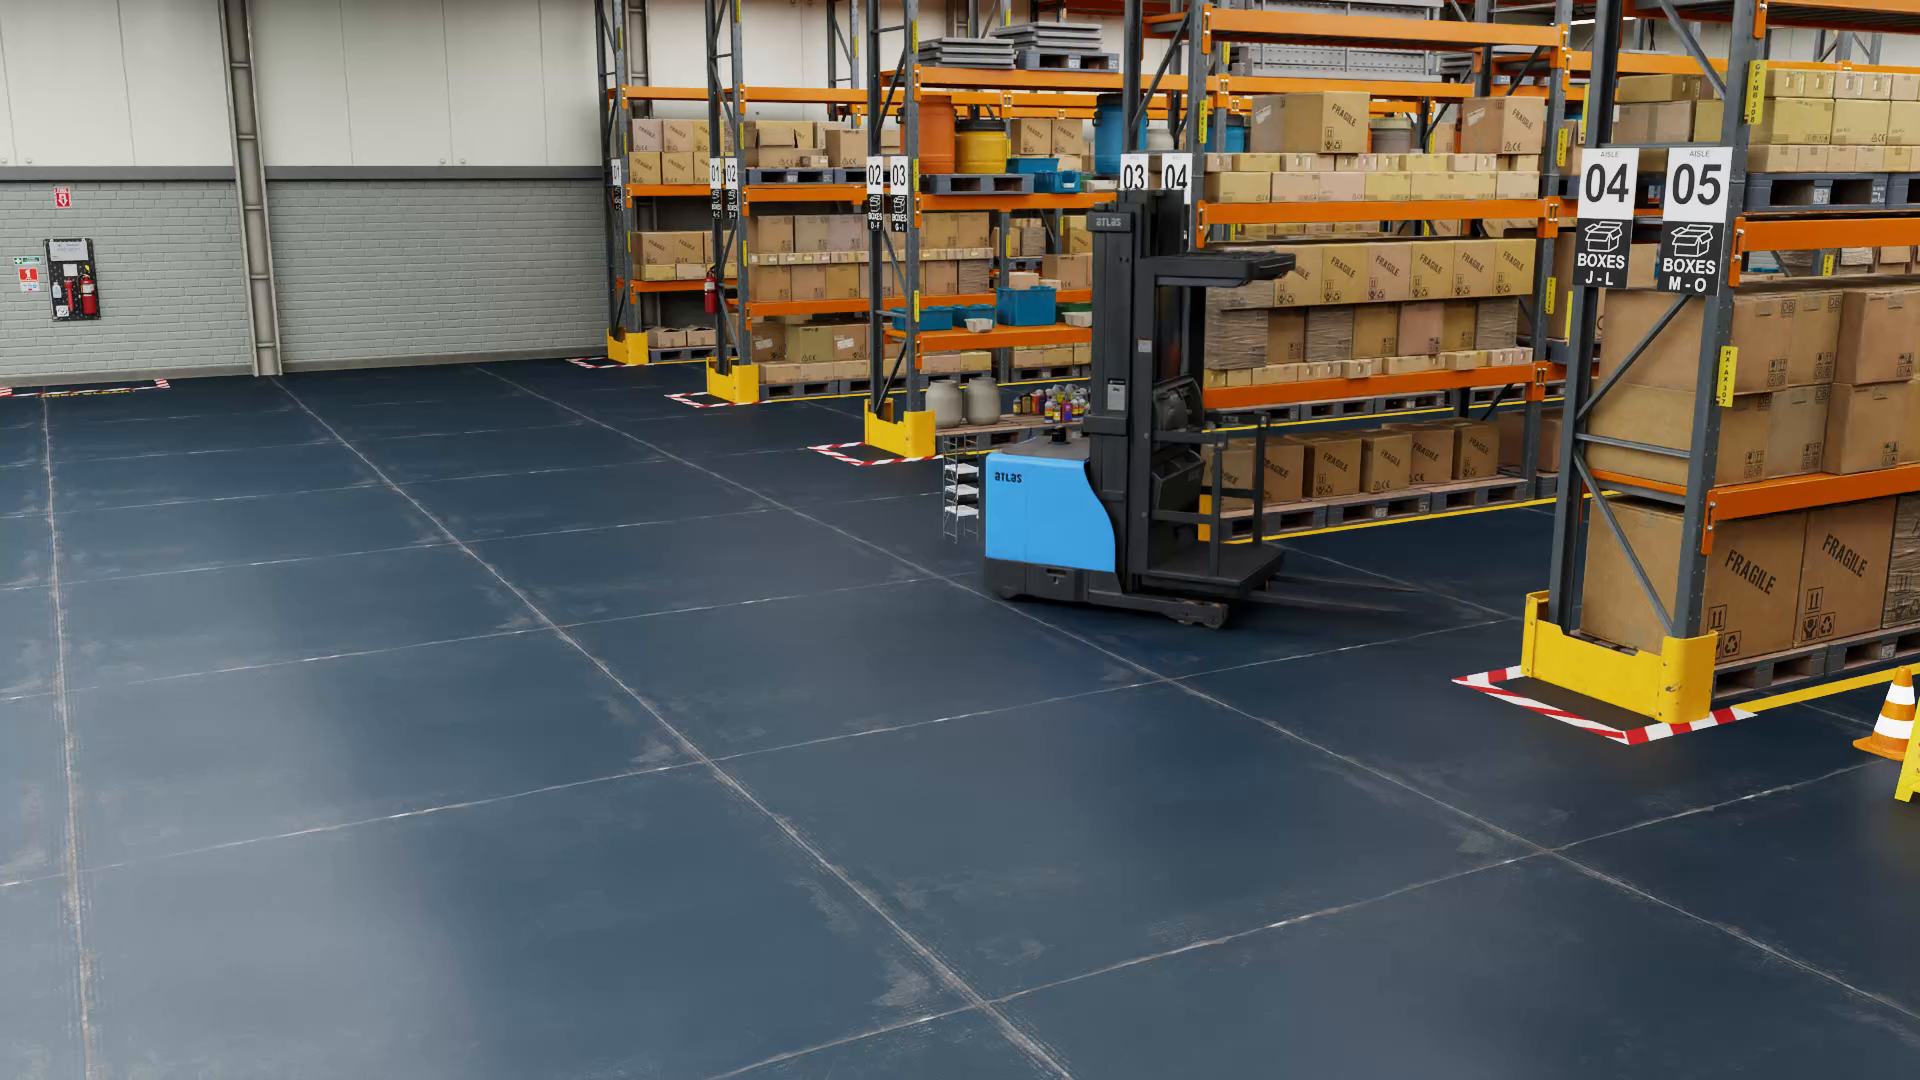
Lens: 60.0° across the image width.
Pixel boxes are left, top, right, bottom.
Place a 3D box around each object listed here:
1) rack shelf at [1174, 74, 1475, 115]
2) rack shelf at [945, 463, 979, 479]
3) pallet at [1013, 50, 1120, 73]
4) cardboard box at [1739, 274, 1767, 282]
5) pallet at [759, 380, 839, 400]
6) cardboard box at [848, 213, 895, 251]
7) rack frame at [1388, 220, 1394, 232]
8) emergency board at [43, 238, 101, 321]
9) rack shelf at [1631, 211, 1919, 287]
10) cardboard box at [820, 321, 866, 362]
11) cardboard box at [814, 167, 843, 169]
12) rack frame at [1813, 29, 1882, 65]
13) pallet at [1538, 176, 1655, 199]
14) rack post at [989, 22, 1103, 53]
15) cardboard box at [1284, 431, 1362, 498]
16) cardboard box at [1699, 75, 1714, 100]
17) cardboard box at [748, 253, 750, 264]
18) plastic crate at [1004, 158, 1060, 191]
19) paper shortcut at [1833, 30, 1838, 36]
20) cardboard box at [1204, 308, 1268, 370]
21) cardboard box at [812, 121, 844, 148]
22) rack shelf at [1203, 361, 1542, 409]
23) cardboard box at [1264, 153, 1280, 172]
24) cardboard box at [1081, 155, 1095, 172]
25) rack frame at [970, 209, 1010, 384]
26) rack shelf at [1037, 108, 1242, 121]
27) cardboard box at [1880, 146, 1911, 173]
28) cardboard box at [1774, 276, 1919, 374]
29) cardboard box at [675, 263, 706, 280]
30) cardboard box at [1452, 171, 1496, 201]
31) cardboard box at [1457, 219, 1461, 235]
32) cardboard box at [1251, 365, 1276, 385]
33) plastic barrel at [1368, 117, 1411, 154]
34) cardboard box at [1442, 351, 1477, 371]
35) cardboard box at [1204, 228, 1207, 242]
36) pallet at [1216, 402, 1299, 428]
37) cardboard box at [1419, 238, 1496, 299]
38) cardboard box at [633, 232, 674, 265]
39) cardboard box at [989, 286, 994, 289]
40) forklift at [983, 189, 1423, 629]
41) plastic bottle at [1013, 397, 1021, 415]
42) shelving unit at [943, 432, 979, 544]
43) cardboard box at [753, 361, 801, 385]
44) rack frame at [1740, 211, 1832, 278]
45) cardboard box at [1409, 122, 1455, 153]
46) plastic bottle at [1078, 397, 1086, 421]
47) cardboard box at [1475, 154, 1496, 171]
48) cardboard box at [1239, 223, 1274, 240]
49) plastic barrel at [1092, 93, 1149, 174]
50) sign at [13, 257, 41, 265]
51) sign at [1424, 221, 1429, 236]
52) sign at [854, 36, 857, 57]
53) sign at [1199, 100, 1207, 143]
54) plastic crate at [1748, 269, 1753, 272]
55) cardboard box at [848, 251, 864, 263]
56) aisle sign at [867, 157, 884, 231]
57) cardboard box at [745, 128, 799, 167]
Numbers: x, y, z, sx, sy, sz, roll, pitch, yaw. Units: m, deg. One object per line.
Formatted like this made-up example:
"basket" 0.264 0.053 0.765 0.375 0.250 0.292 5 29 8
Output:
"rack shelf" 4.544 -5.476 20.495 4.000 0.370 1.077 -7 14 -28
"rack shelf" 0.007 -0.583 13.982 0.200 0.077 0.258 -7 14 -28
"pallet" 1.006 -5.303 18.519 1.213 0.211 1.003 -7 14 -28
"cardboard box" 7.776 -2.462 17.034 0.500 0.500 0.700 -5 13 -20
"pallet" -2.441 -2.147 23.169 1.213 0.211 1.003 -7 14 -28
"cardboard box" -1.289 -4.315 23.270 0.500 0.500 0.700 -7 14 -28
"rack frame" 8.575 -6.057 34.189 0.127 3.000 1.000 -7 14 -28
"emergency board" -12.723 -3.730 23.851 0.643 1.169 0.194 -7 14 -28
"rack shelf" 5.694 -1.866 10.375 4.000 0.370 1.077 -7 14 -28
"cardboard box" -1.644 -2.770 23.184 0.500 0.500 0.500 -7 14 -28
"cardboard box" -2.285 -6.215 27.788 0.500 0.500 0.500 -6 14 -26
"rack frame" 13.322 -7.074 25.047 0.127 3.000 1.000 -7 14 -28
"pallet" 5.755 -3.347 15.744 1.003 0.211 1.213 -7 14 -28
"rack post" 0.964 -5.564 18.509 0.954 0.300 0.937 -7 15 -29
"cardboard box" 3.274 -0.689 15.076 0.500 0.500 0.500 -5 14 -23
"cardboard box" 4.292 -2.653 9.808 0.250 0.149 0.380 -7 14 -28
"cardboard box" -2.848 -3.861 22.729 0.250 0.149 0.380 -7 15 -29
"plastic crate" 0.807 -4.178 19.048 0.575 0.384 0.392 -7 14 -28
"paper shortcut" 9.580 -5.586 18.118 0.078 0.170 0.009 29 6 -36
"cardboard box" 2.147 -1.756 14.175 0.500 0.500 0.875 -7 14 -28
"cardboard box" -2.268 -6.699 27.661 0.500 0.500 0.500 -8 15 -33
"rack shelf" 3.407 -1.369 14.999 4.000 0.370 1.077 -7 14 -28
"cardboard box" 2.440 -3.138 13.821 0.250 0.149 0.380 -7 15 -29
"cardboard box" 2.126 -5.624 24.822 0.500 0.250 0.500 -8 15 -33
"rack frame" 0.419 -3.840 24.340 0.127 3.000 1.000 -7 14 -28
"rack shelf" 3.308 -7.806 30.849 4.000 0.370 1.077 -7 14 -28
"cardboard box" 5.280 -2.218 9.690 0.250 0.149 0.380 -7 14 -28
"cardboard box" 5.681 -1.364 10.536 0.500 0.550 0.875 -7 14 -28
"cardboard box" -4.440 -4.357 26.935 0.500 0.250 0.500 -7 15 -30
"cardboard box" 4.424 -3.169 14.870 0.500 0.250 0.500 -6 14 -26
"cardboard box" 8.442 -5.268 28.179 0.500 0.500 0.500 -7 15 -30
"cardboard box" 2.471 -1.417 14.146 0.250 0.149 0.380 -7 14 -28
"plastic barrel" 5.475 -4.969 21.384 0.600 0.901 0.600 0 13 0
"cardboard box" 4.476 -1.642 15.144 0.250 0.149 0.380 -7 14 -28
"cardboard box" 4.336 -5.687 31.595 0.500 0.500 0.500 -7 14 -27
"pallet" 3.460 -1.615 20.803 1.213 0.211 1.003 -7 14 -28
"cardboard box" 4.461 -2.459 15.021 0.500 0.500 0.500 -7 14 -28
"cardboard box" -4.906 -4.668 26.608 0.500 0.500 0.500 -7 14 -28
"cardboard box" 0.416 -4.442 29.999 0.500 0.250 0.500 -7 14 -27
"forklift" 1.723 -0.955 11.678 3.031 2.935 1.130 6 14 26
"plastic bottle" 0.680 -1.591 19.719 0.097 0.201 0.097 0 13 0
"shelving unit" 0.007 -0.440 14.014 0.210 0.900 0.258 -7 14 -28
"cardboard box" -2.515 -2.296 22.786 0.500 0.250 0.500 -7 14 -28
"rack frame" 8.673 -2.351 17.725 0.127 3.000 1.000 -7 14 -28
"cardboard box" 7.849 -6.740 27.889 0.500 0.500 0.700 -7 14 -28
"plastic bottle" 1.407 -1.525 19.265 0.097 0.271 0.097 0 13 0
"cardboard box" 4.558 -3.372 14.861 0.250 0.149 0.380 -8 15 -31
"cardboard box" 5.548 -5.836 32.526 0.700 0.700 0.980 -7 14 -27
"plastic barrel" 1.864 -4.714 19.292 0.708 0.901 0.600 -7 14 -28
"sign" -13.249 -3.966 23.613 0.331 0.109 0.001 -7 14 -28
"sign" 7.710 -5.140 27.479 0.005 0.325 0.100 -7 14 -28
"sign" -1.714 -8.109 27.337 0.005 0.325 0.100 -7 14 -28
"sign" 1.911 -3.295 13.095 0.005 0.325 0.100 -7 14 -28
"plastic crate" 11.792 -3.994 25.269 0.300 0.233 0.416 -7 14 -28
"cardboard box" -1.515 -3.920 22.990 0.250 0.149 0.380 -7 14 -29
"aisle sign" -0.928 -3.782 18.162 0.004 0.787 0.394 -7 14 -28
"cardboard box" -2.586 -5.266 22.333 0.637 0.503 0.797 -6 14 -24
